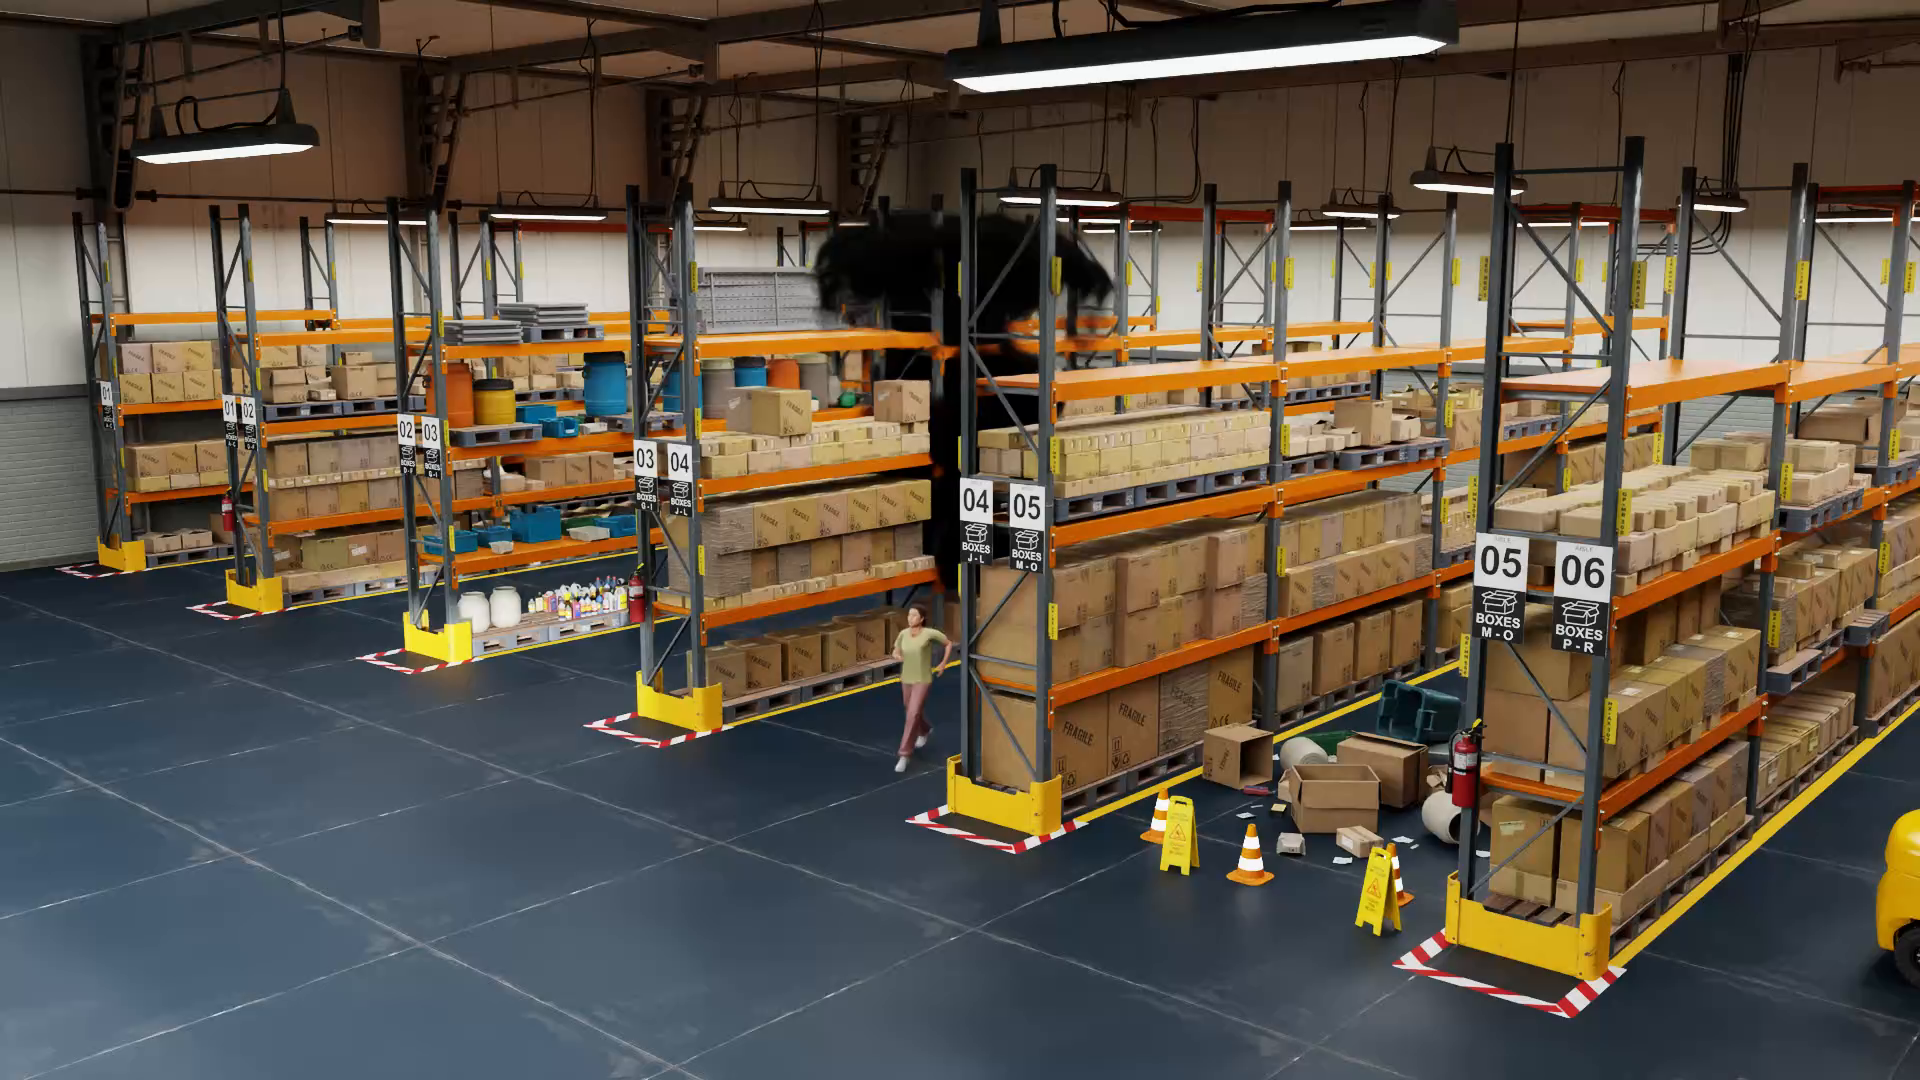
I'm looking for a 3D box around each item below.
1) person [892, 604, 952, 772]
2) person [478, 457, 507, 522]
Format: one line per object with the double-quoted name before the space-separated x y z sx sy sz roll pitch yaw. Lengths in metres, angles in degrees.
"person" -0.474 1.484 17.294 0.580 1.640 1.022 5 11 28
"person" -8.513 -0.762 30.319 0.692 1.781 0.922 9 13 42
